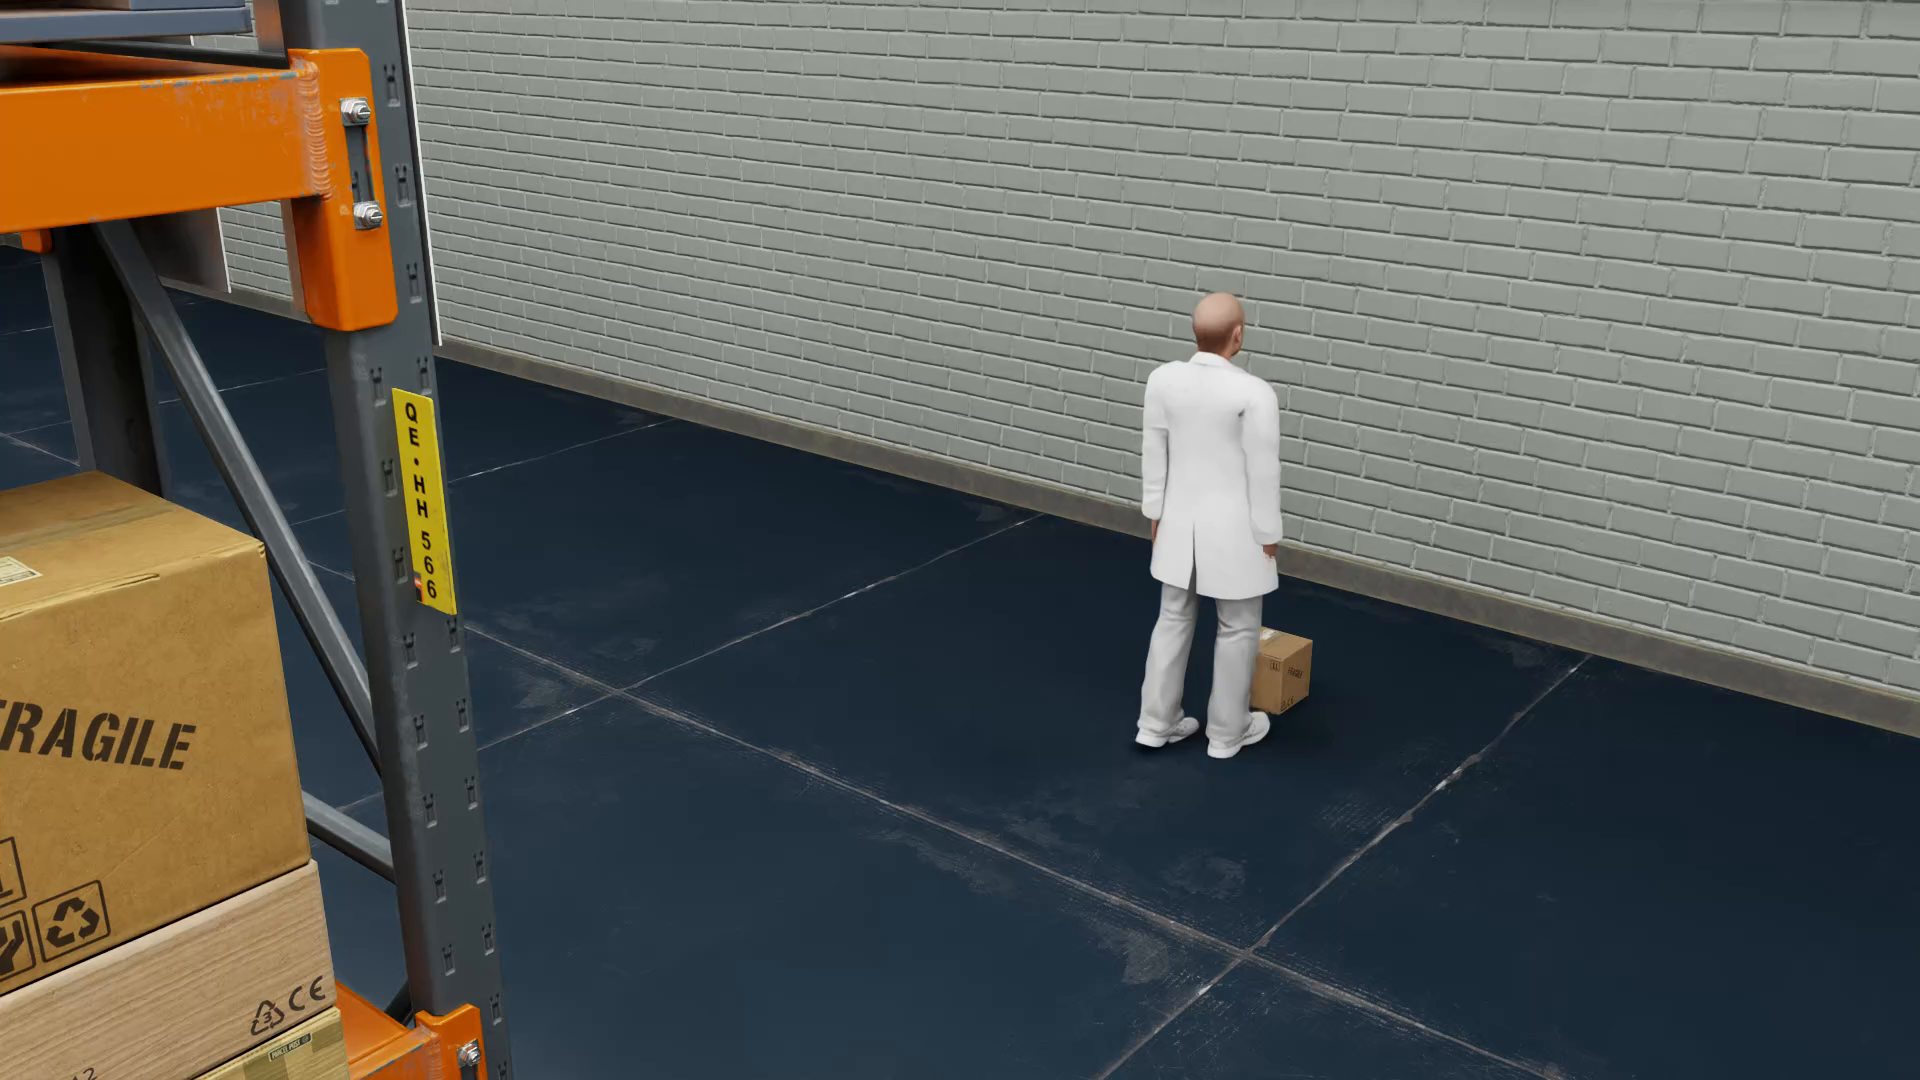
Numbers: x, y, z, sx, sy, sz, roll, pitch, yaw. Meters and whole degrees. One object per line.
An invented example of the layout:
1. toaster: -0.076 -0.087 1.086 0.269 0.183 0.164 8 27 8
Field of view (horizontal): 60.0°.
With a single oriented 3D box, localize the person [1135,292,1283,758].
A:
1. person: 0.949 -0.036 6.235 0.574 1.811 0.519 16 25 37
